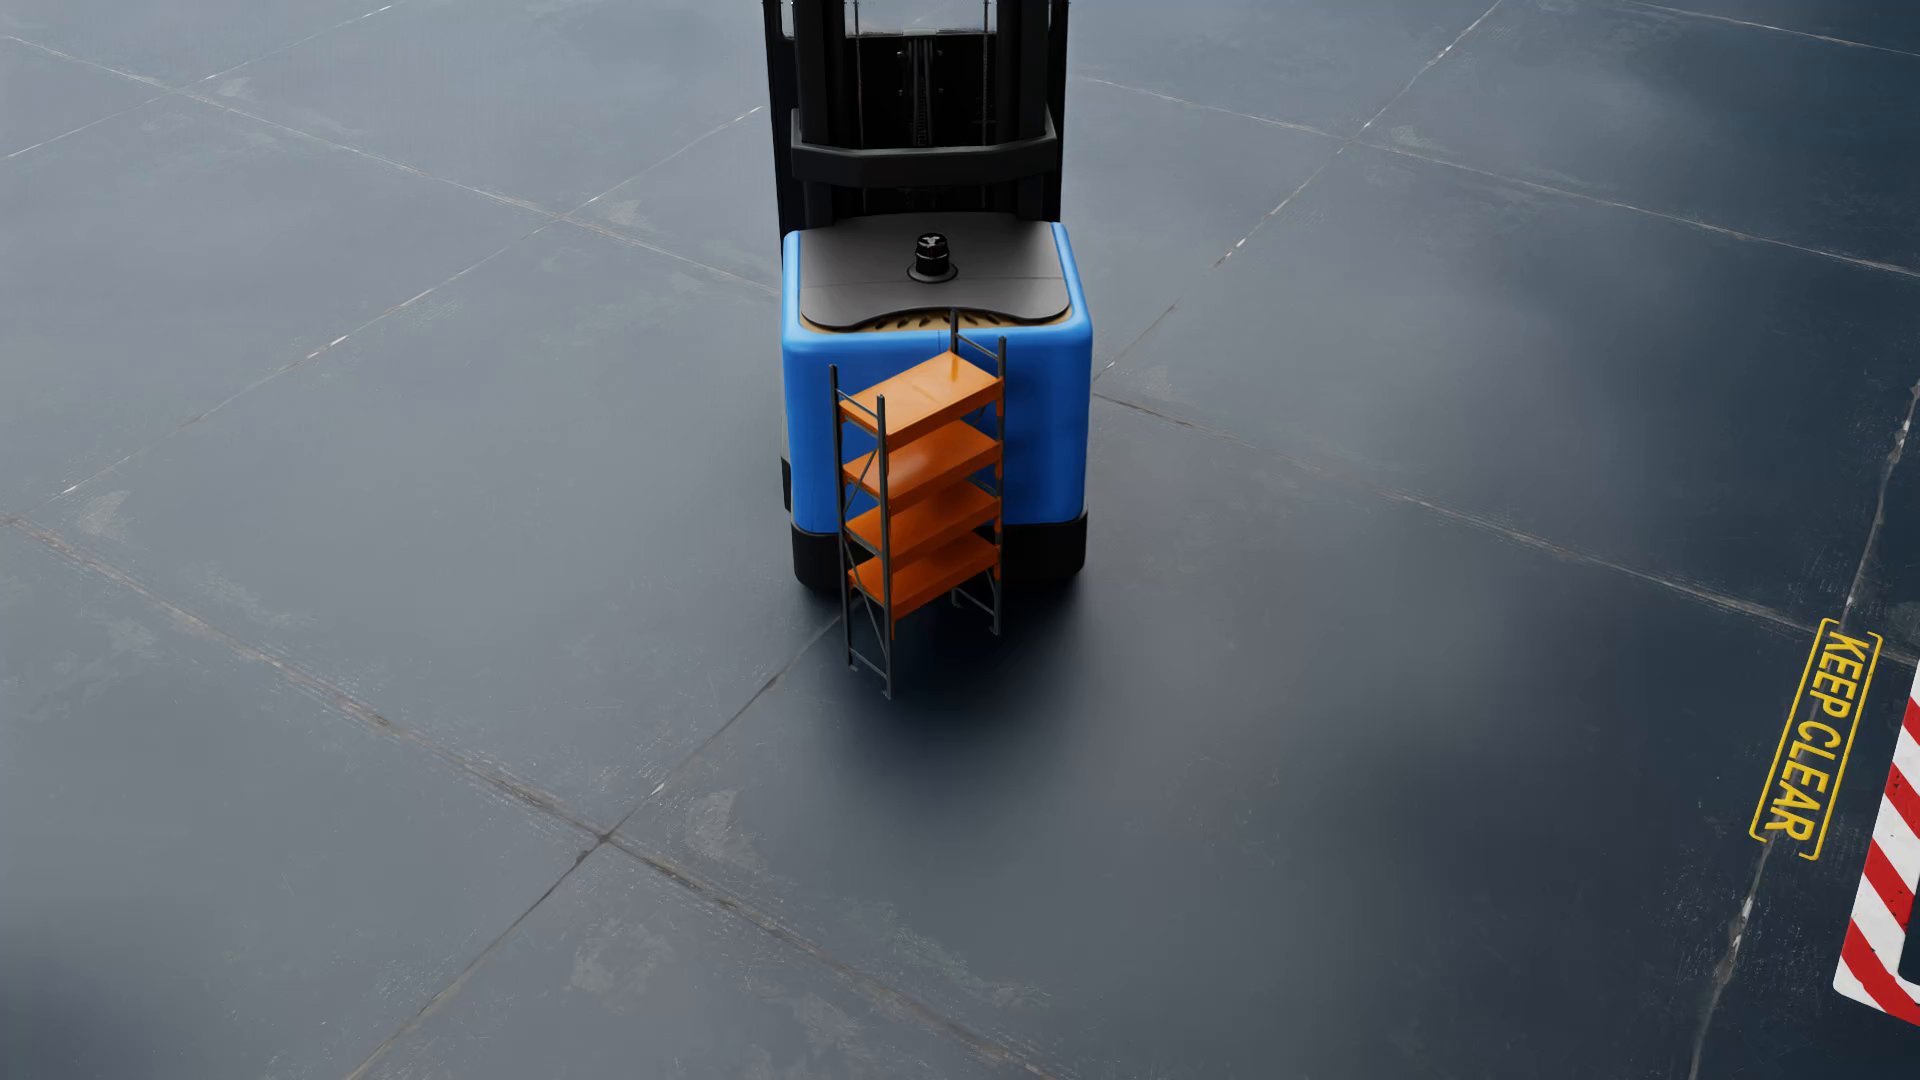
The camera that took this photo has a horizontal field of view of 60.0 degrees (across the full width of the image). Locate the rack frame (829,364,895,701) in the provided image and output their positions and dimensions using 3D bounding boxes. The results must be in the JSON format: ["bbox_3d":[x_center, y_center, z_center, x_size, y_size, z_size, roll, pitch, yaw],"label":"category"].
[{"bbox_3d":[-0.304,0.006,5.259,0.015,1.200,0.240,-29,46,-32],"label":"rack frame"}]

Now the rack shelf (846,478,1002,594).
[{"bbox_3d":[-0.124,-0.041,5.430,0.480,0.148,0.258,-29,46,-32],"label":"rack shelf"}]

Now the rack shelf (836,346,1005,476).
[{"bbox_3d":[-0.124,-0.405,5.149,0.480,0.148,0.258,-29,46,-32],"label":"rack shelf"}]

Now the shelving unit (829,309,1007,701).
[{"bbox_3d":[-0.124,-0.094,5.389,0.503,1.200,0.258,-29,46,-32],"label":"shelving unit"}]

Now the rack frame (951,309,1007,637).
[{"bbox_3d":[0.056,-0.195,5.520,0.015,1.200,0.240,-29,46,-32],"label":"rack frame"}]

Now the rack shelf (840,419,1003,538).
[{"bbox_3d":[-0.124,-0.218,5.294,0.480,0.148,0.258,-29,46,-32],"label":"rack shelf"}]

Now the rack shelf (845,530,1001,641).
[{"bbox_3d":[-0.124,0.116,5.552,0.480,0.148,0.258,-29,46,-32],"label":"rack shelf"}]

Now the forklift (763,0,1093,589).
[{"bbox_3d":[-0.175,-1.870,6.275,1.130,2.935,3.031,-3,38,-3],"label":"forklift"}]
